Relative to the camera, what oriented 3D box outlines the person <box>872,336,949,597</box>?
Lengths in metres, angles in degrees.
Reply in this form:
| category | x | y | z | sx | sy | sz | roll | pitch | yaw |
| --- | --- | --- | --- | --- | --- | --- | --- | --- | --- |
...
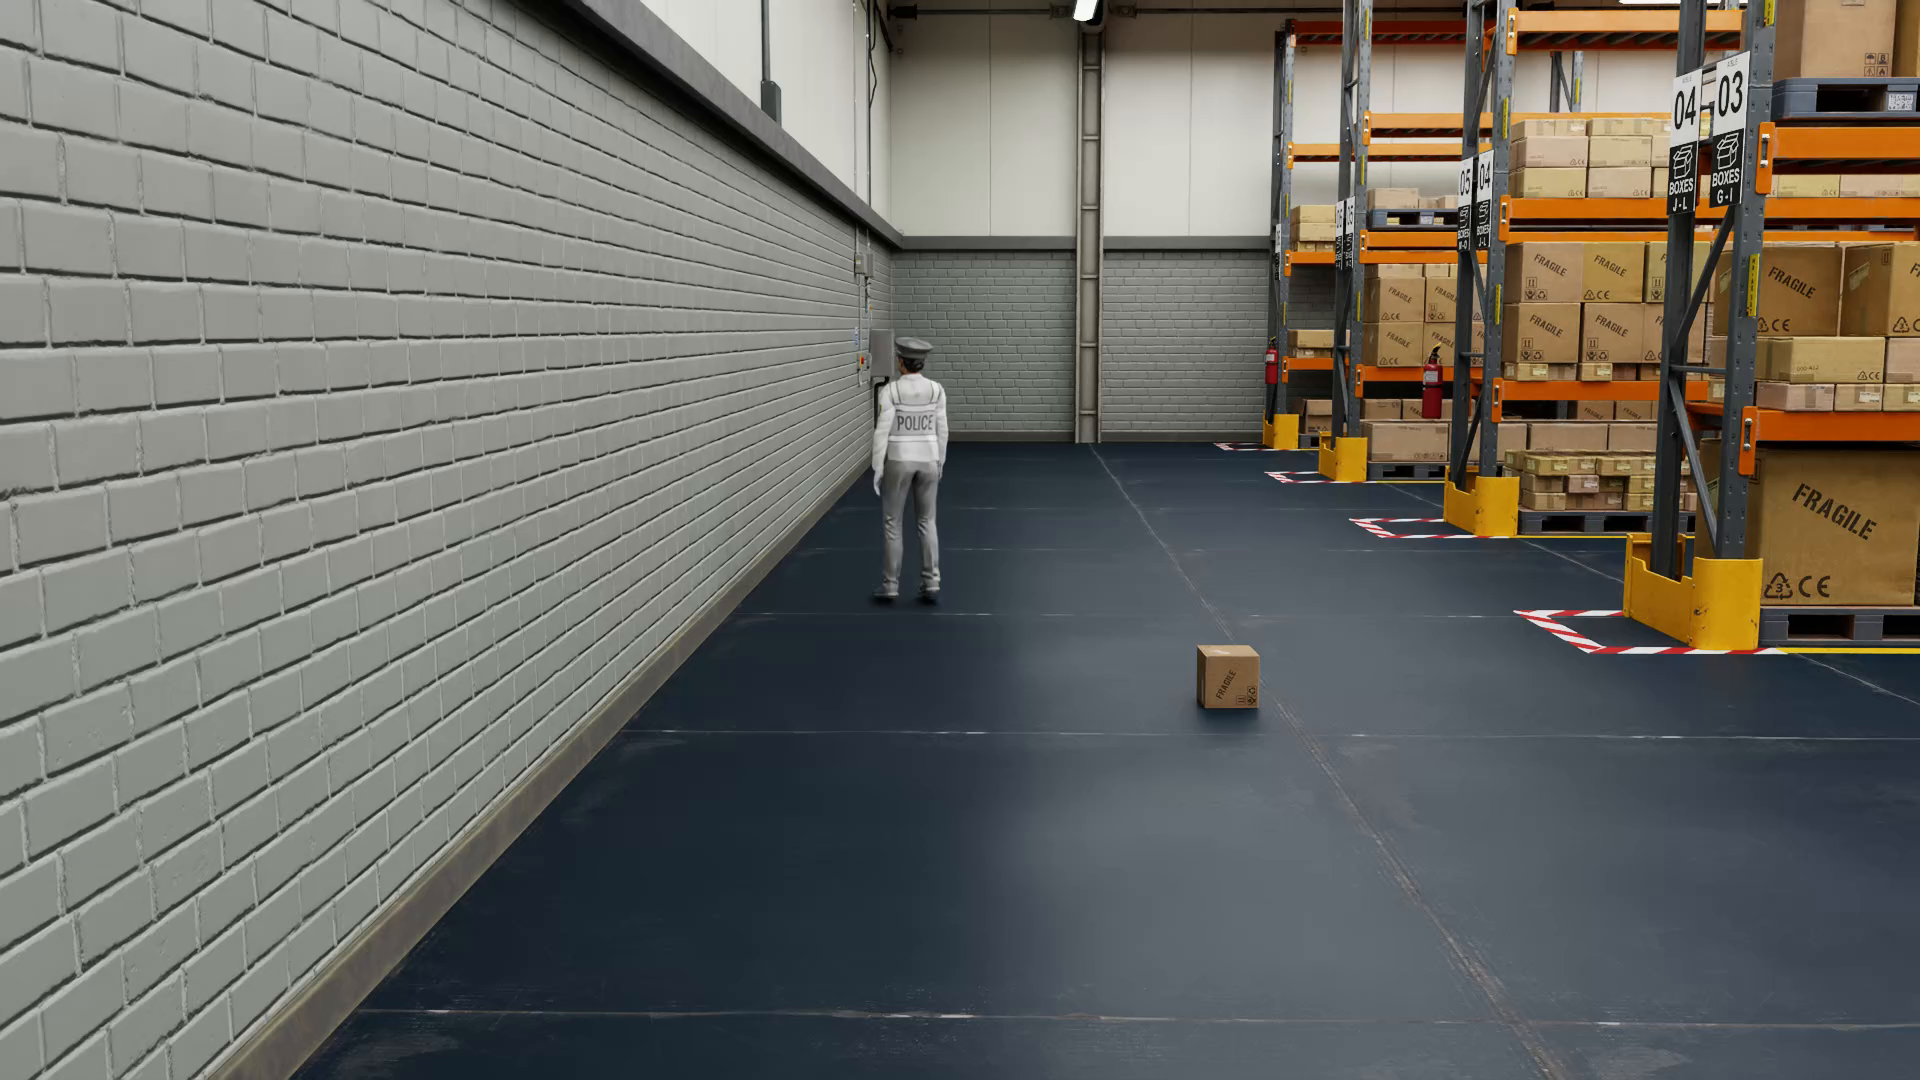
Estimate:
| category | x | y | z | sx | sy | sz | roll | pitch | yaw |
| --- | --- | --- | --- | --- | --- | --- | --- | --- | --- |
| person | -0.332 | -0.456 | 10.678 | 0.520 | 1.696 | 0.448 | -2 | 8 | -17 |
